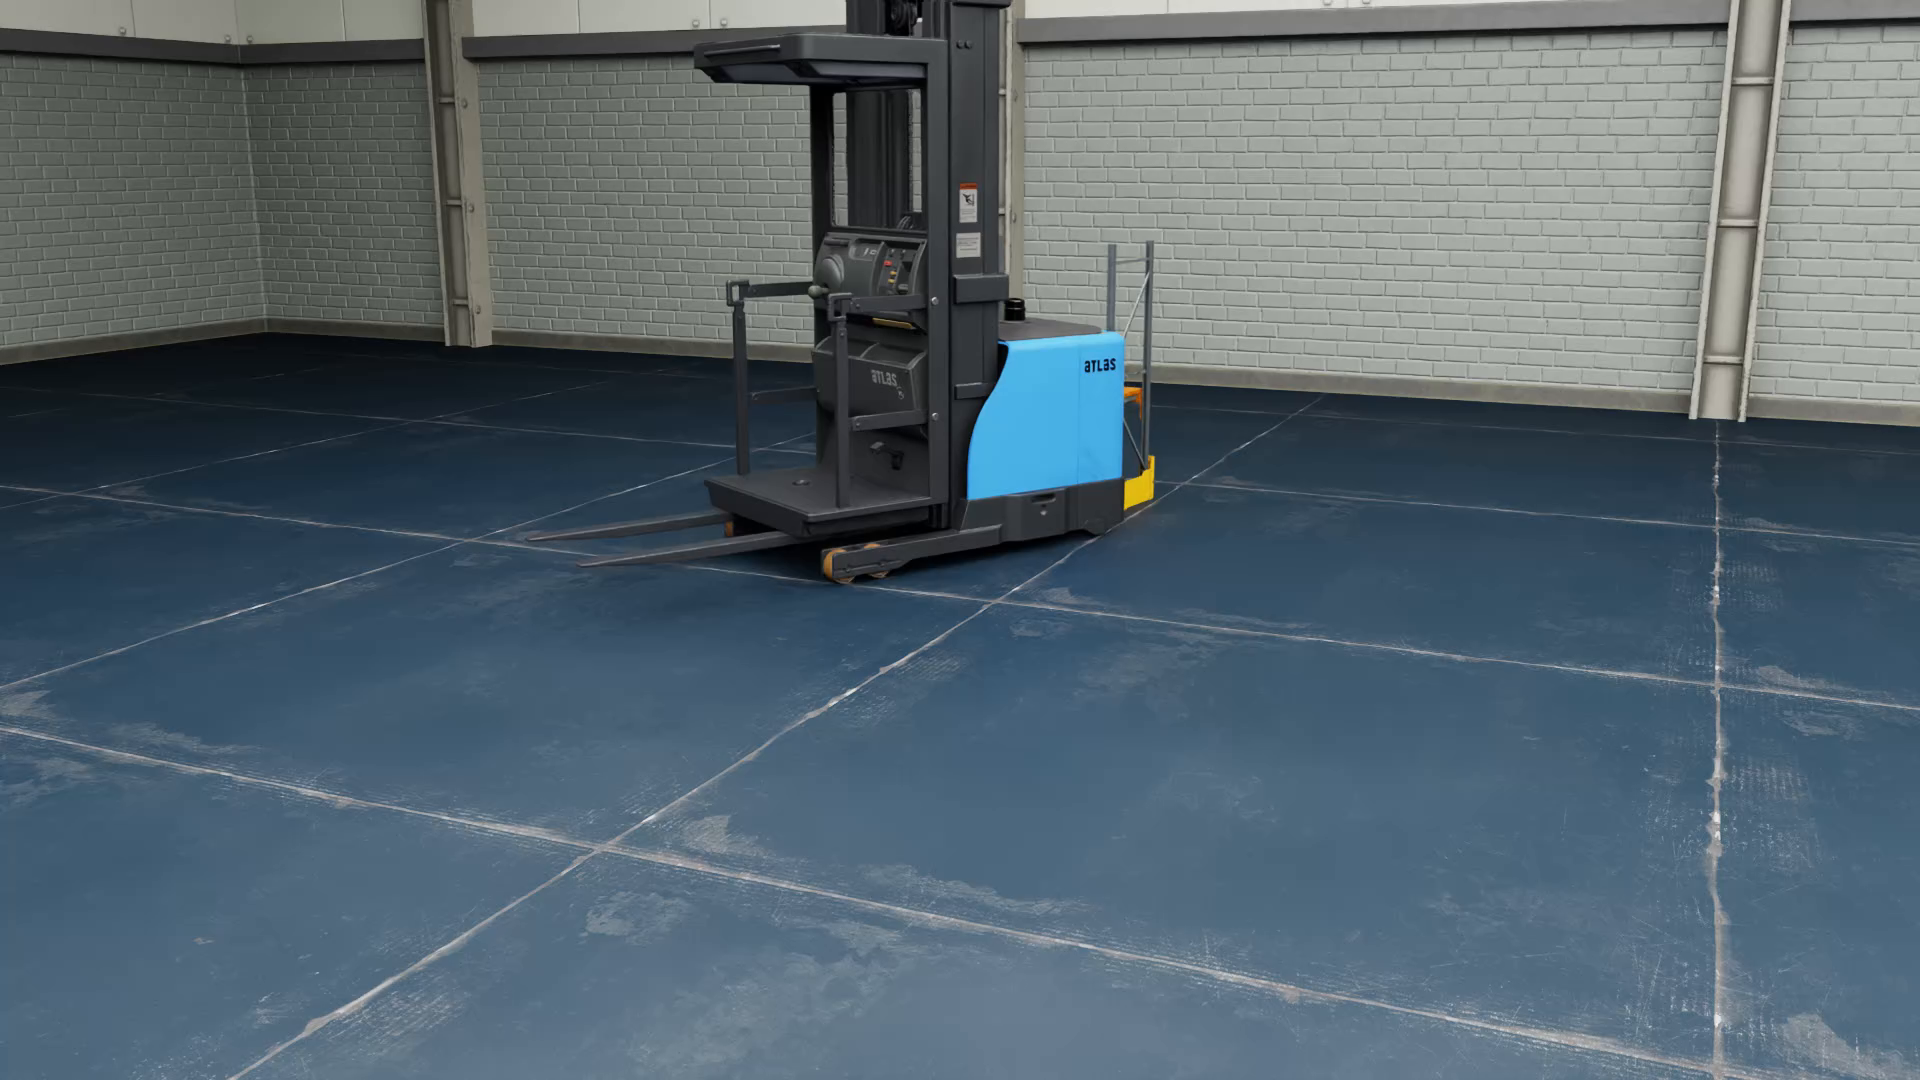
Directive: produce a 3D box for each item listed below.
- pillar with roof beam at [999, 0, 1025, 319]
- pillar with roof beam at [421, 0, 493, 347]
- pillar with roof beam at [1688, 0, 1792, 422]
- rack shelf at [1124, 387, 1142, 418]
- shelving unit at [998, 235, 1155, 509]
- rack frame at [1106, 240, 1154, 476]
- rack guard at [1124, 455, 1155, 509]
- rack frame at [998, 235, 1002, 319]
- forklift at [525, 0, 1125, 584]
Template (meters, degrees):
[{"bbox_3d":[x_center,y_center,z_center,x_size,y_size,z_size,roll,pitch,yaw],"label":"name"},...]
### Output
[{"bbox_3d":[-1.417,-4.979,10.274,0.400,9.000,9.100,6,14,23],"label":"pillar with roof beam"},{"bbox_3d":[-6.903,-5.534,12.640,0.400,9.000,9.100,6,14,23],"label":"pillar with roof beam"},{"bbox_3d":[4.069,-4.423,7.908,0.400,9.000,9.100,6,14,23],"label":"pillar with roof beam"},{"bbox_3d":[0.530,-0.817,9.739,1.000,0.185,0.538,9,16,32],"label":"rack shelf"},{"bbox_3d":[0.538,-0.990,9.693,1.083,1.500,0.587,9,16,32],"label":"shelving unit"},{"bbox_3d":[0.955,-0.928,9.427,0.032,1.500,0.500,9,16,32],"label":"rack frame"},{"bbox_3d":[0.954,-0.320,9.570,0.087,0.250,0.587,9,16,32],"label":"rack guard"},{"bbox_3d":[0.105,-1.055,9.969,0.032,1.500,0.500,9,16,32],"label":"rack frame"},{"bbox_3d":[-0.620,-1.357,8.120,3.031,2.935,1.130,-9,16,-34],"label":"forklift"}]
